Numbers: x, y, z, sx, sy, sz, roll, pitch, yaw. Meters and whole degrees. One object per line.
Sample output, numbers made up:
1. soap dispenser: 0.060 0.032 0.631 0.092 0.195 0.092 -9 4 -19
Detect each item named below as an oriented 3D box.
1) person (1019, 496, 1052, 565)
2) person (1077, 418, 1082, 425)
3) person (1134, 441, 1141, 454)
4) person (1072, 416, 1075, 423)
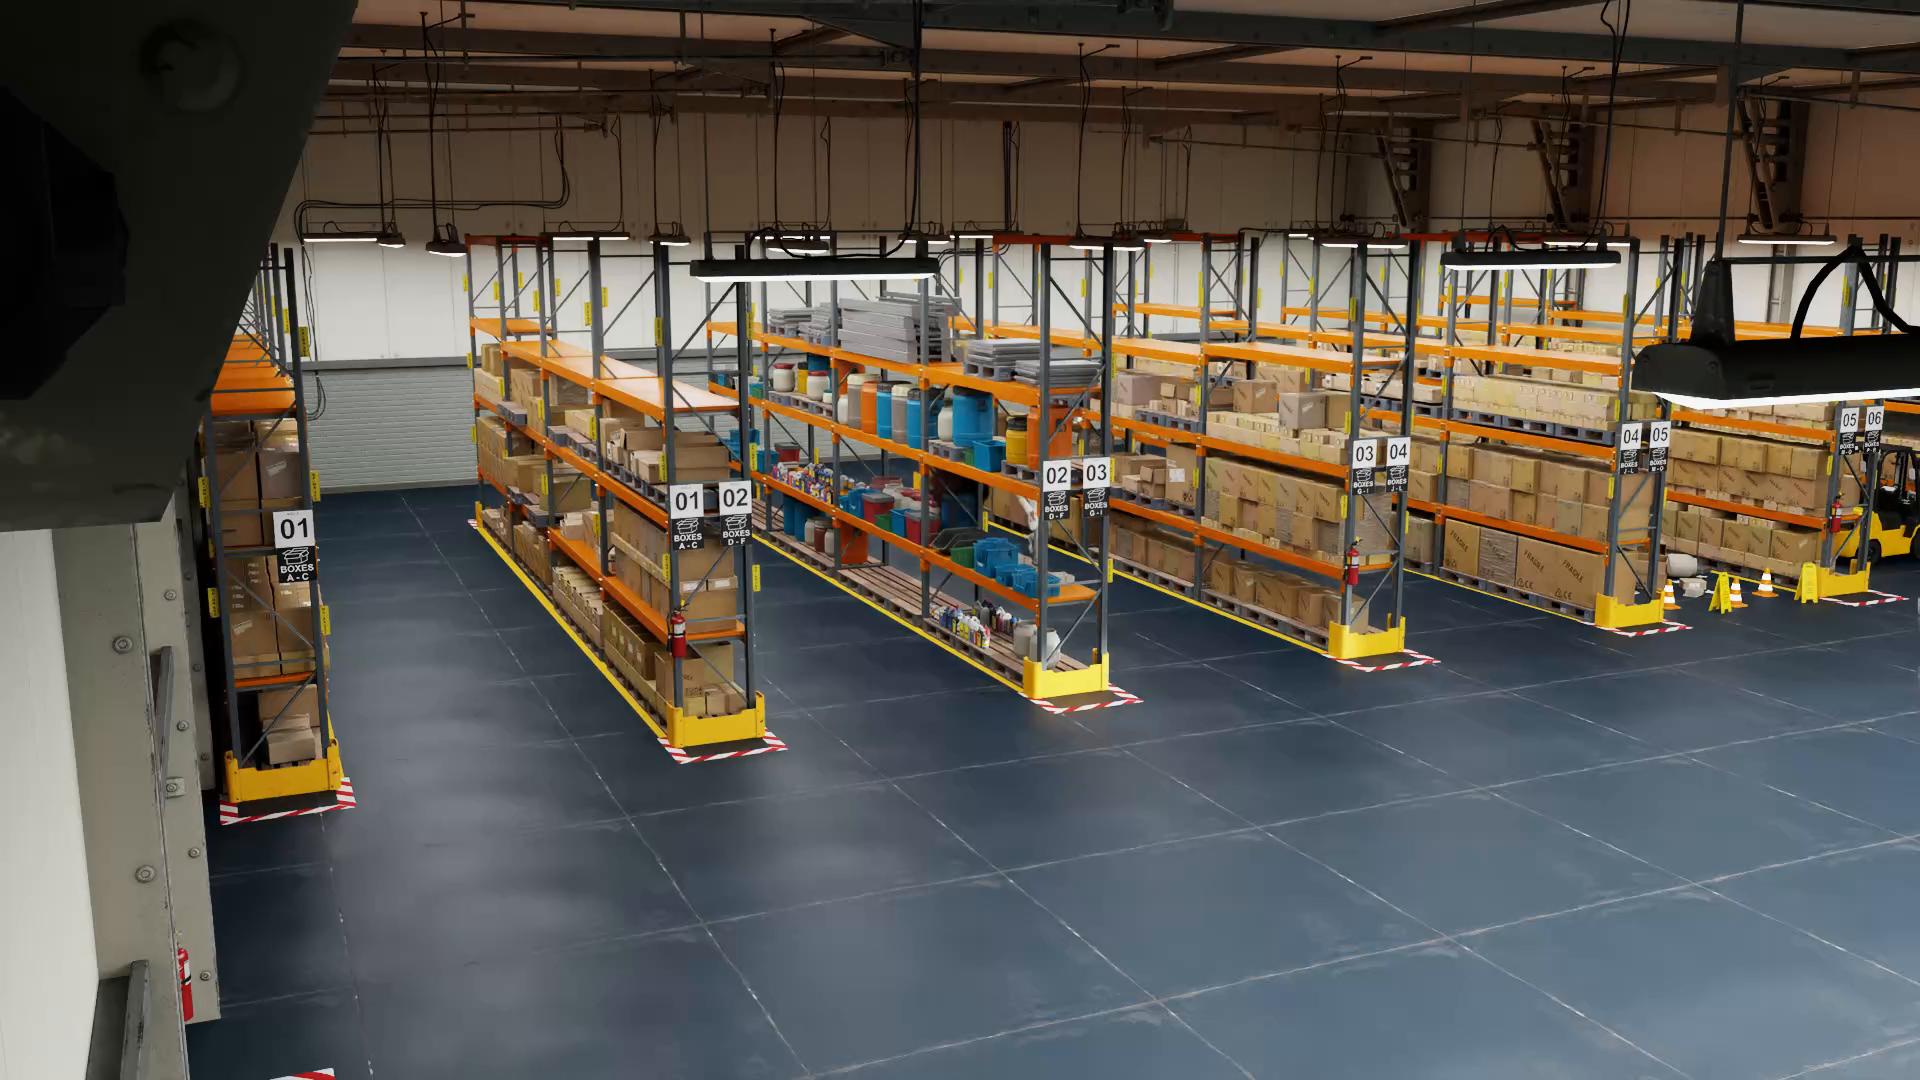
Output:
1. person: 1.326 -0.433 29.337 0.694 1.743 0.693 -7 13 -32
2. person: 2.823 -2.025 39.025 0.714 1.726 0.864 -2 11 -13
3. person: 4.562 -2.625 42.111 0.683 1.791 0.668 -4 12 -19
4. person: 2.547 -2.287 40.407 0.731 1.712 0.779 8 14 36
